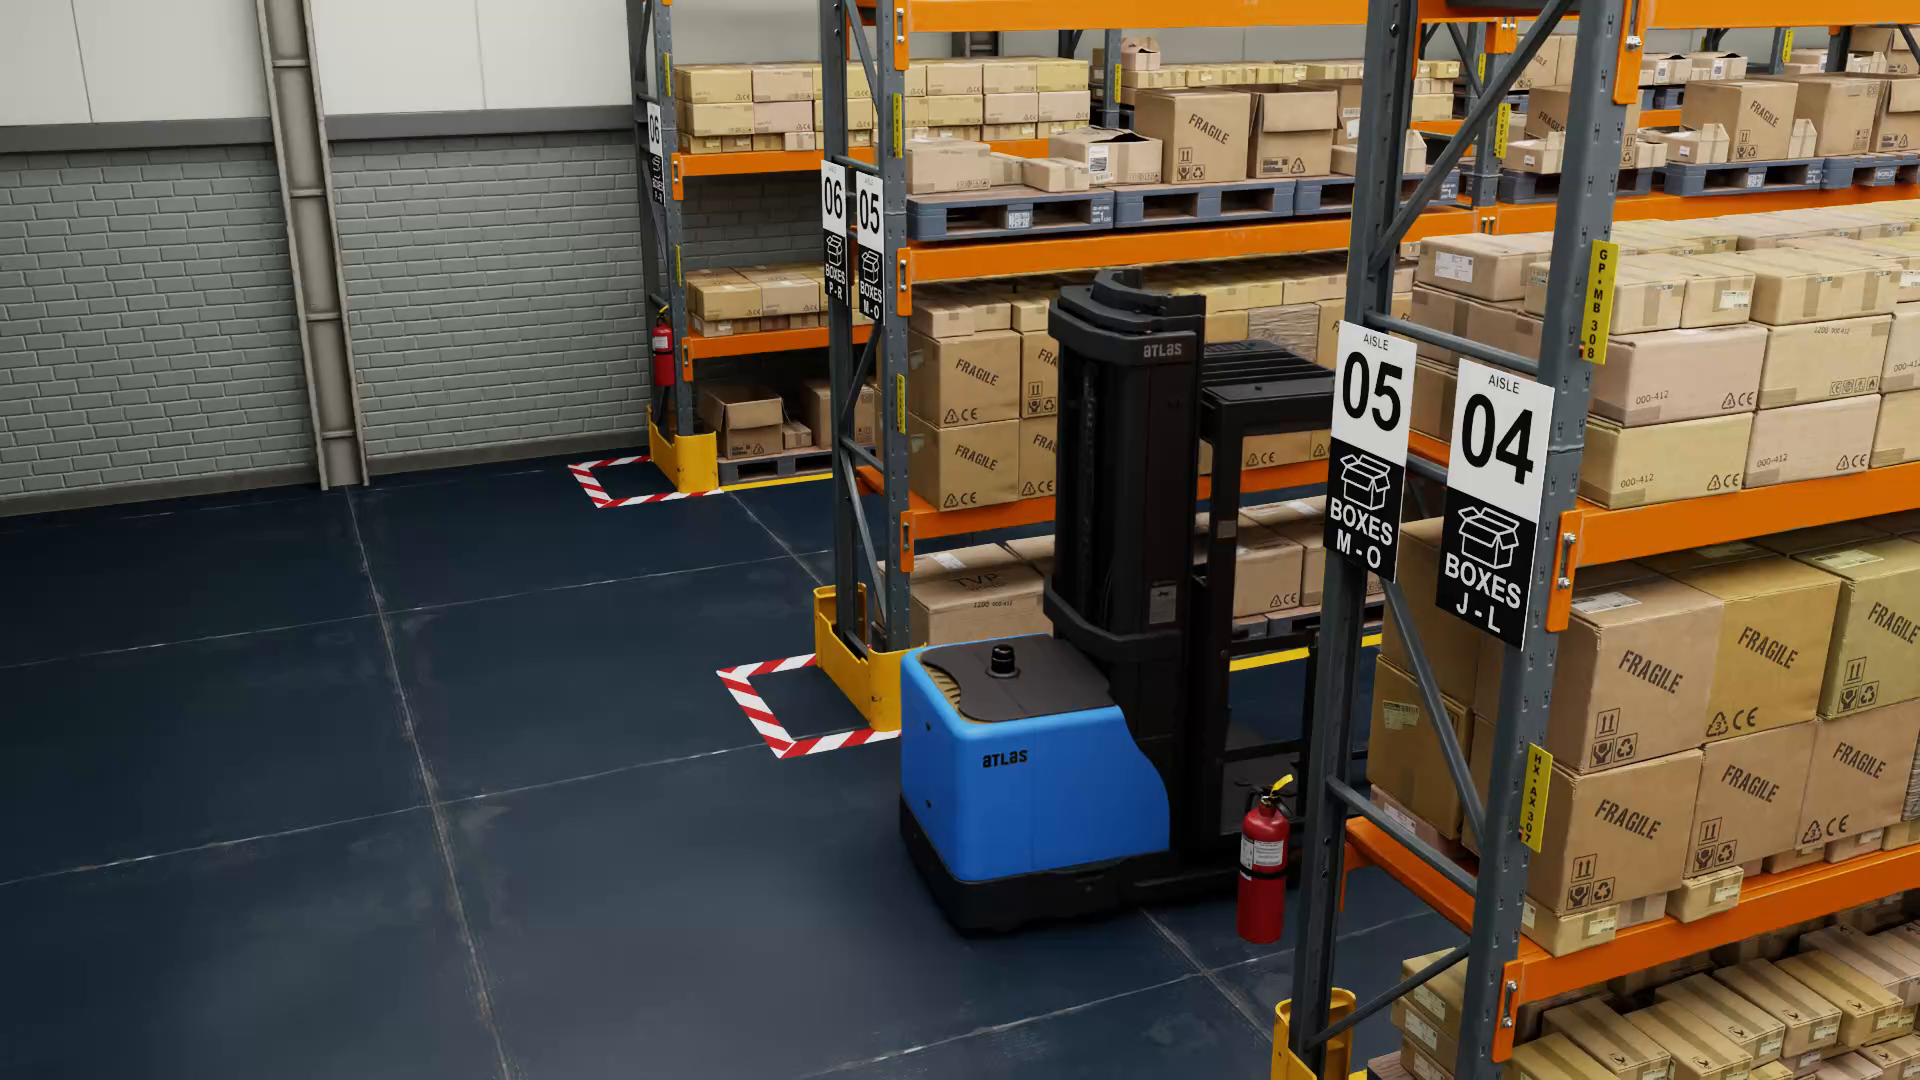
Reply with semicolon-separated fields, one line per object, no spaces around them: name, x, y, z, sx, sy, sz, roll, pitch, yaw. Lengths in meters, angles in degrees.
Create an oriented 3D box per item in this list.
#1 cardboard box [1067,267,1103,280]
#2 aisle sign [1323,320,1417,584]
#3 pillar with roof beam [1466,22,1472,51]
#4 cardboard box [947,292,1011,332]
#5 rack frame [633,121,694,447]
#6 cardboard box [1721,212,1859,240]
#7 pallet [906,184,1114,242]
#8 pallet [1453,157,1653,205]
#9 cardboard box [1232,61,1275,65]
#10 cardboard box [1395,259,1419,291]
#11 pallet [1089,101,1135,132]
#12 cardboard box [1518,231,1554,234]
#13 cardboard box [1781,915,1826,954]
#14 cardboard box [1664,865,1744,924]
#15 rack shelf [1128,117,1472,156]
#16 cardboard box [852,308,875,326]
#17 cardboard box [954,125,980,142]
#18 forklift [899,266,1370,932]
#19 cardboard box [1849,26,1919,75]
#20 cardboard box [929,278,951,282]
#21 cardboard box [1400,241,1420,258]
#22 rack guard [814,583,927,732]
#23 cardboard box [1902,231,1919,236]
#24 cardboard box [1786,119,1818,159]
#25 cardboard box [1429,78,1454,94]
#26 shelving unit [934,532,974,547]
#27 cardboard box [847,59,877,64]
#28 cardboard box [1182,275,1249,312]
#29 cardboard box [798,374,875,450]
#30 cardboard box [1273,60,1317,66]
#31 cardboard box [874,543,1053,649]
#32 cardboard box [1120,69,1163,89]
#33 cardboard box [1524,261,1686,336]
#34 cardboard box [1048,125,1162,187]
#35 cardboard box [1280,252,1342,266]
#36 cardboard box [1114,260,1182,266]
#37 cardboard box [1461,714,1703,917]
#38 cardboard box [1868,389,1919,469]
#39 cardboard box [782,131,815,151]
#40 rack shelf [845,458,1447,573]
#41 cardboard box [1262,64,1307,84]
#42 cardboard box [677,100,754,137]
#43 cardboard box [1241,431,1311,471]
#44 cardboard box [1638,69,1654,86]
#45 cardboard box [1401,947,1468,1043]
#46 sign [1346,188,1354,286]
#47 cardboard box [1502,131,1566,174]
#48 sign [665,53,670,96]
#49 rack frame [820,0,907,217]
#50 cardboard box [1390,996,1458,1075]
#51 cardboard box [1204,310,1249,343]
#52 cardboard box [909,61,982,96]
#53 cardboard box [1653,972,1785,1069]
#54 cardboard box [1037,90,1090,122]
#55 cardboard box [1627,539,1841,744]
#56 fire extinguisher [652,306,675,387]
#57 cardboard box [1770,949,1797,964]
cardboard box;0.858;-1.596;10.406;0.250;0.149;0.380;-8;21;-21
aisle sign;1.326;-0.290;5.416;0.004;0.787;0.394;-8;21;-22
pillar with roof beam;7.380;-5.007;13.694;0.400;9.000;9.100;-8;21;-22
cardboard box;0.106;-1.322;9.627;0.250;0.149;0.380;-8;21;-21
rack frame;-2.511;-1.992;14.162;0.127;3.000;1.000;-8;21;-22
cardboard box;2.889;-1.042;5.822;0.250;0.149;0.380;-8;21;-21
pallet;0.135;-1.952;9.667;1.213;0.211;1.003;-8;21;-22
pallet;3.953;-2.465;11.278;1.217;0.209;0.805;-9;21;-24
cardboard box;2.796;-4.486;15.876;0.250;0.149;0.380;-8;21;-21
cardboard box;2.974;-1.692;10.678;0.250;0.149;0.380;-9;21;-23
pallet;1.788;-3.908;15.372;1.003;0.211;1.213;-8;21;-22
cardboard box;5.799;-3.259;17.233;0.500;0.250;0.500;-7;21;-20
cardboard box;3.341;1.537;6.903;0.250;0.149;0.380;-8;21;-22
cardboard box;2.425;1.128;5.679;0.250;0.149;0.380;-9;21;-23
rack shelf;2.998;-3.857;16.025;4.000;0.370;1.077;-8;21;-22
cardboard box;-0.898;-1.987;14.527;0.250;0.149;0.380;-9;21;-23
cardboard box;-0.012;-3.556;14.466;0.250;0.149;0.380;-7;21;-20
forklift;1.266;0.173;8.118;3.031;2.935;1.130;-6;20;-17
cardboard box;10.338;-5.503;18.680;0.637;0.503;0.797;-7;21;-20
cardboard box;-0.127;-2.314;14.856;0.500;0.250;0.500;-8;21;-22
cardboard box;4.383;-2.920;16.545;0.250;0.149;0.380;-8;21;-21
rack guard;-0.564;0.704;10.271;0.348;0.500;1.175;-8;21;-22
cardboard box;3.337;-0.919;5.471;0.250;0.149;0.380;-7;21;-20
cardboard box;5.678;-2.793;11.490;0.258;0.266;0.396;-9;21;-23
cardboard box;4.604;-4.456;16.271;0.250;0.149;0.380;-8;21;-21
shelving unit;-0.049;-0.488;12.828;0.252;1.050;0.215;-8;21;-22
cardboard box;-0.797;-4.052;14.523;0.500;0.250;0.500;-8;21;-22
cardboard box;1.556;-1.506;10.150;0.250;0.149;0.380;-8;21;-22
cardboard box;-1.112;-1.163;14.940;0.500;0.500;0.700;-7;21;-20
cardboard box;3.247;-4.567;16.139;0.250;0.149;0.380;-8;21;-22
cardboard box;0.025;0.415;10.553;0.875;0.438;0.875;-9;21;-24
cardboard box;1.610;-4.105;14.796;0.250;0.149;0.380;-8;21;-20
cardboard box;1.900;-0.723;4.916;0.250;0.149;0.380;-8;21;-22
cardboard box;0.853;-2.278;9.811;0.500;0.311;0.500;-8;21;-21
cardboard box;2.291;-1.782;10.934;0.250;0.149;0.380;-8;21;-23
cardboard box;1.694;-2.759;15.557;0.500;0.500;0.700;-8;21;-21
cardboard box;2.033;0.855;5.478;0.500;0.500;0.500;-7;21;-19
cardboard box;2.978;-0.447;5.485;0.500;0.250;0.500;-9;21;-24
cardboard box;-1.384;-3.332;13.829;0.250;0.149;0.380;-8;21;-21
rack shelf;1.295;-0.402;10.731;4.000;0.370;1.077;-8;21;-22
cardboard box;3.000;-4.326;15.422;0.250;0.149;0.380;-8;21;-22
cardboard box;-1.996;-3.451;13.569;0.500;0.250;0.500;-8;21;-23
cardboard box;1.880;-0.773;10.550;0.500;0.500;0.500;-8;21;-23
cardboard box;6.910;-4.773;17.141;0.250;0.149;0.380;-8;21;-23
cardboard box;1.898;1.737;6.337;0.250;0.149;0.380;-8;21;-21
sign;1.310;-0.987;5.458;0.005;0.325;0.100;-8;21;-22
cardboard box;3.729;-2.513;10.697;0.258;0.266;0.396;-8;21;-22
sign;-2.296;-3.653;13.049;0.005;0.325;0.100;-8;21;-22
rack frame;-0.542;-3.308;8.868;0.127;3.000;1.000;-8;21;-22
cardboard box;1.883;1.868;6.414;0.250;0.149;0.380;-9;21;-23
cardboard box;1.411;-1.180;10.200;0.500;0.500;0.500;-8;21;-22
cardboard box;-0.138;-3.965;14.275;0.500;0.250;0.500;-8;21;-21
cardboard box;2.810;1.794;6.176;0.250;0.149;0.380;-9;21;-25
cardboard box;0.818;-3.862;14.737;0.500;0.250;0.500;-8;21;-22
cardboard box;2.490;0.312;5.515;0.500;0.500;0.500;-8;21;-20
fire extinguisher;-2.463;-1.619;13.782;0.183;0.674;0.296;-8;21;-22
cardboard box;3.315;1.654;7.021;0.250;0.149;0.380;-8;21;-21
